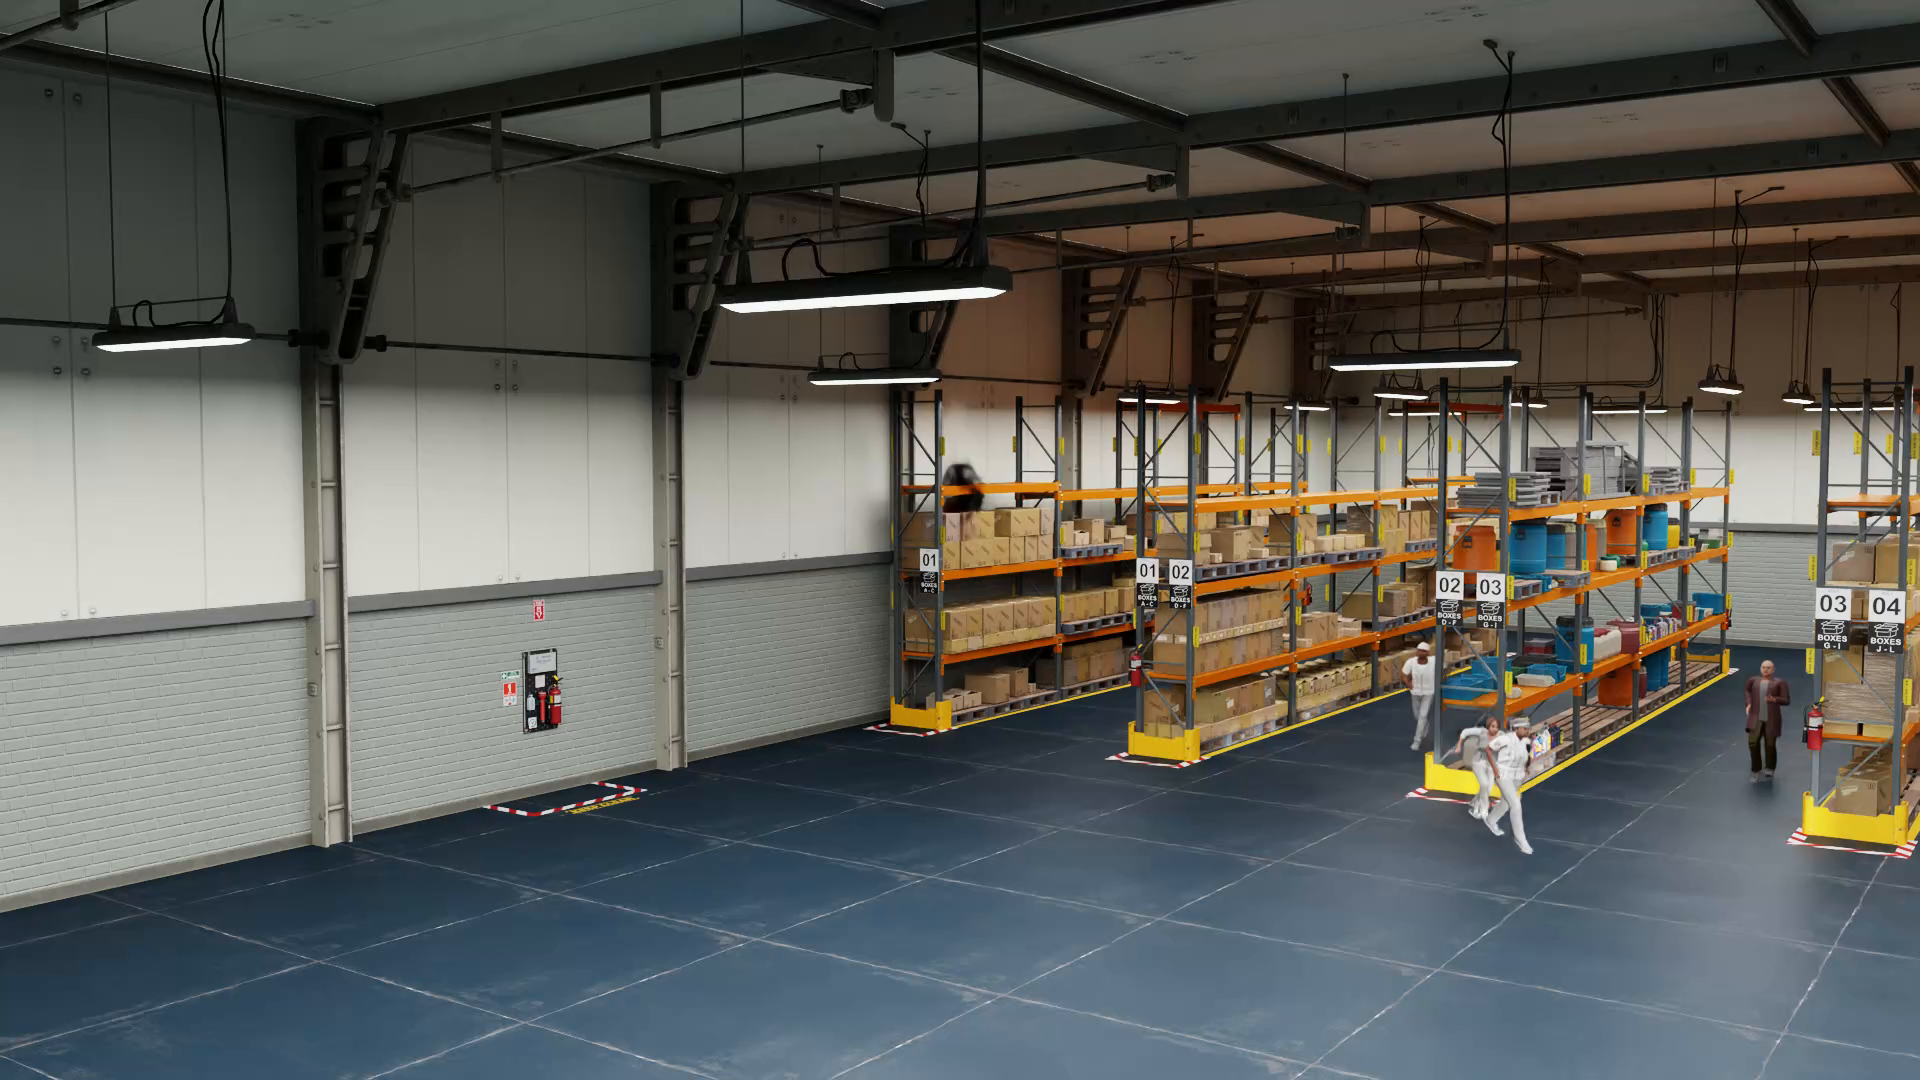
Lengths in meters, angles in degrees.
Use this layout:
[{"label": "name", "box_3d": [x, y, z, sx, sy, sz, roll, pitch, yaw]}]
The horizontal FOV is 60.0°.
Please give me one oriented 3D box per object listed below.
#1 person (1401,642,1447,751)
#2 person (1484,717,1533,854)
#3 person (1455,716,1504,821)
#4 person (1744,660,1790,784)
[{"label": "person", "box_3d": [7.711, 2.565, 27.711, 0.725, 1.757, 1.010, 2, 4, 27]}, {"label": "person", "box_3d": [6.874, 3.006, 20.873, 0.611, 1.667, 0.976, -1, 3, -21]}, {"label": "person", "box_3d": [6.988, 3.041, 22.204, 0.594, 1.456, 0.837, 0, 3, -3]}, {"label": "person", "box_3d": [12.026, 2.716, 24.849, 0.682, 1.841, 0.801, 2, 4, 35]}]
